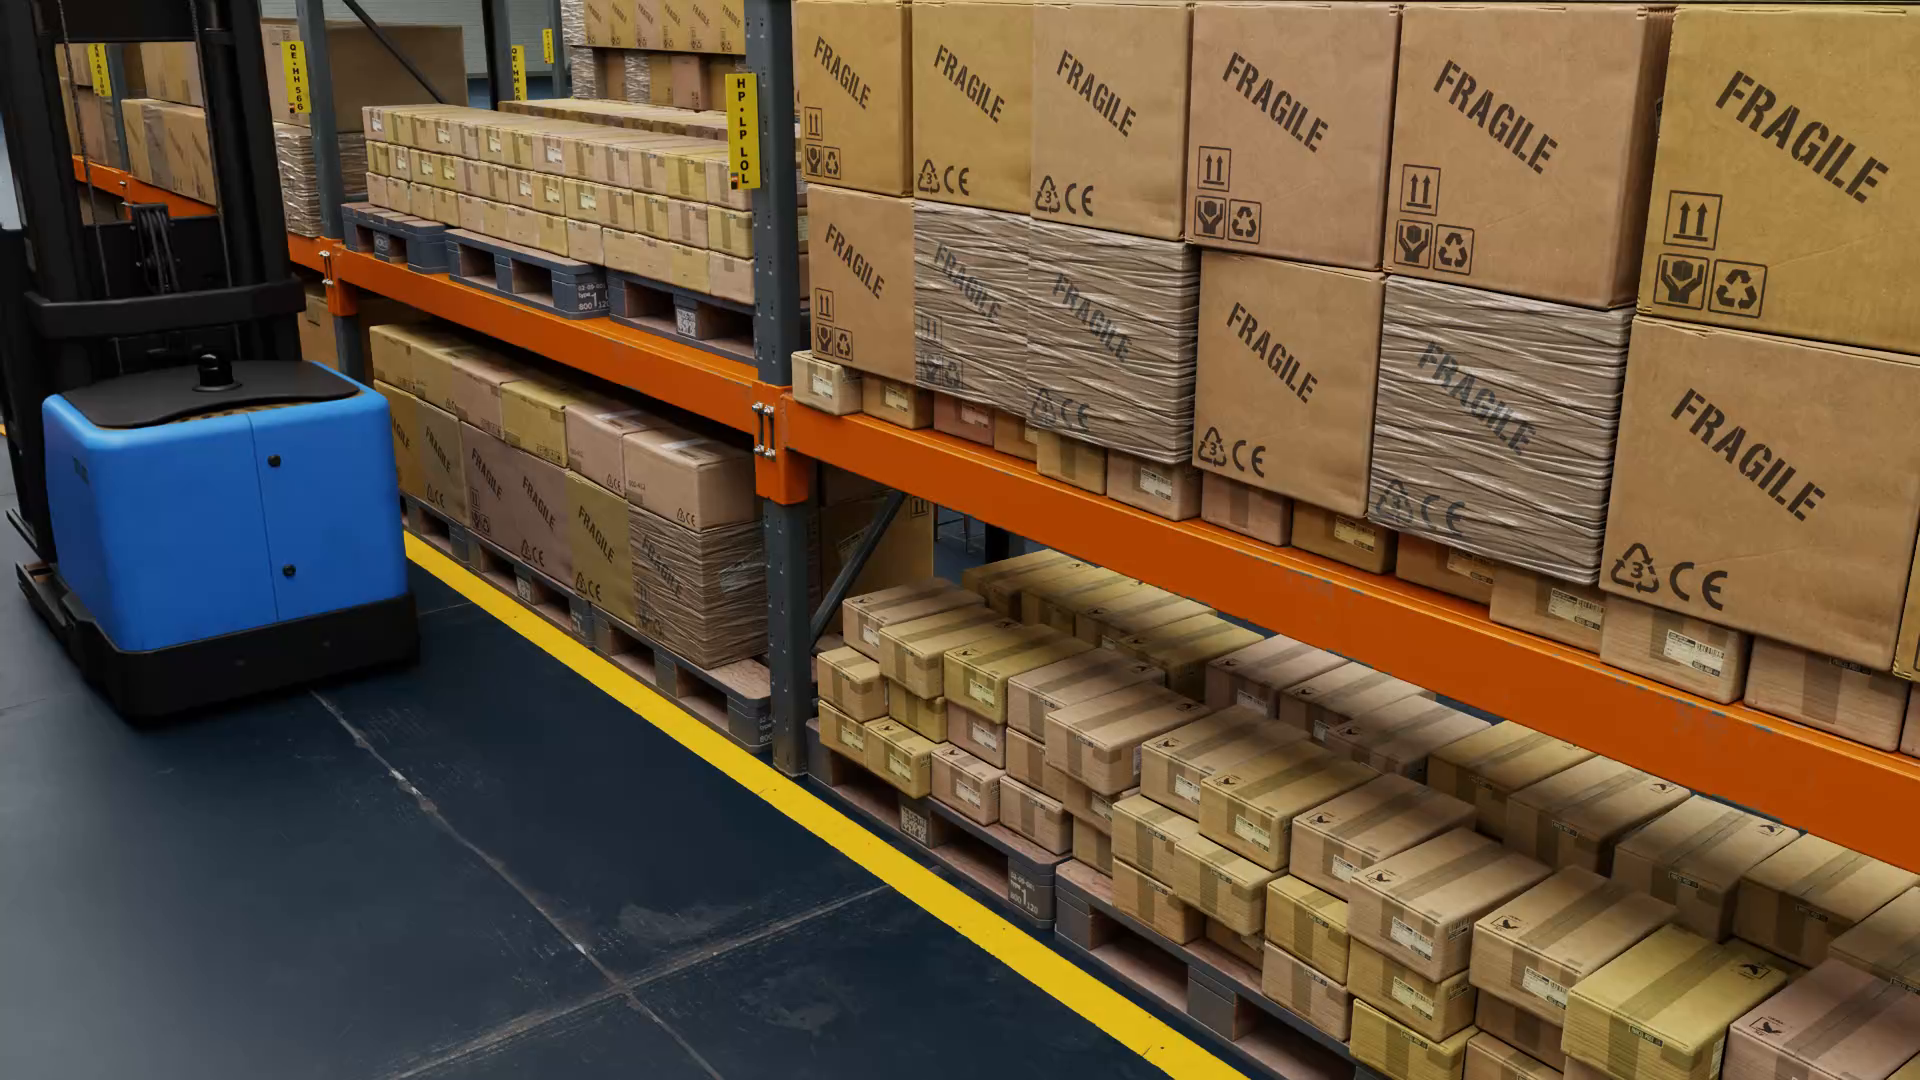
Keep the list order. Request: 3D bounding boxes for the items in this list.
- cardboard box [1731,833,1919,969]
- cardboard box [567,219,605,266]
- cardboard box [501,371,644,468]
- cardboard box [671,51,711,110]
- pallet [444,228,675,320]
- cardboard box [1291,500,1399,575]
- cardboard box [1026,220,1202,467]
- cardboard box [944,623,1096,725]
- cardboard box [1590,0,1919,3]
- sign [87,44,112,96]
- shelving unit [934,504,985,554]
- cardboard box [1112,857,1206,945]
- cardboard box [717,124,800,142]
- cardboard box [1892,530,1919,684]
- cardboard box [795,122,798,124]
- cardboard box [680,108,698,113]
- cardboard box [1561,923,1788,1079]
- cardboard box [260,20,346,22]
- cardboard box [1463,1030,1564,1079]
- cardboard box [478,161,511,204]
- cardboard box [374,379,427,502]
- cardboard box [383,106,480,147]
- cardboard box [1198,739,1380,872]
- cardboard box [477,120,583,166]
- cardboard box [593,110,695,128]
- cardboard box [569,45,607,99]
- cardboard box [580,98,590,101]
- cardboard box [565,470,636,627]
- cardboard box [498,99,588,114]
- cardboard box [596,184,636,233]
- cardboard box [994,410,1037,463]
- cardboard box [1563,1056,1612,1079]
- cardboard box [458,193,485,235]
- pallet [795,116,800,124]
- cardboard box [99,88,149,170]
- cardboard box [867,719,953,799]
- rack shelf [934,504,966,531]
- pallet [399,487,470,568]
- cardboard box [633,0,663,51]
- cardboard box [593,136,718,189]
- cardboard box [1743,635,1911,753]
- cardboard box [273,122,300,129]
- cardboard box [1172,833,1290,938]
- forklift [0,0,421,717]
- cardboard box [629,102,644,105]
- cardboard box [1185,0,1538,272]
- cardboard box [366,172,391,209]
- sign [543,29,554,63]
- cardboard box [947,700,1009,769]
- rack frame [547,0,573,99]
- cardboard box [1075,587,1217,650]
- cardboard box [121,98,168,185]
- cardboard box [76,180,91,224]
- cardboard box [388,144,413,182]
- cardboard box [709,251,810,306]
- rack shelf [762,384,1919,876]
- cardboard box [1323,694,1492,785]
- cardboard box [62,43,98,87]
[{"bbox_3d":[1.907,0.786,3.637,0.380,0.149,0.250,-14,23,-36],"label":"cardboard box"},{"bbox_3d":[-1.246,-1.138,6.260,0.380,0.149,0.250,-15,24,-38],"label":"cardboard box"},{"bbox_3d":[-1.505,-0.504,6.727,0.500,0.250,0.500,-15,24,-38],"label":"cardboard box"},{"bbox_3d":[-2.116,-4.204,15.153,0.875,0.500,0.500,-14,23,-36],"label":"cardboard box"},{"bbox_3d":[-1.419,-1.159,6.895,1.003,0.211,1.213,-14,23,-36],"label":"pallet"},{"bbox_3d":[0.955,-0.061,3.674,0.380,0.149,0.250,-13,23,-35],"label":"cardboard box"},{"bbox_3d":[0.511,-0.510,3.998,0.500,0.500,0.500,-15,23,-37],"label":"cardboard box"},{"bbox_3d":[0.175,0.385,4.848,0.380,0.149,0.250,-14,23,-37],"label":"cardboard box"},{"bbox_3d":[1.593,-0.840,3.404,0.500,0.500,0.500,-15,23,-37],"label":"cardboard box"},{"bbox_3d":[-5.598,-3.055,10.814,0.100,0.325,0.005,-14,23,-36],"label":"sign"},{"bbox_3d":[0.033,-0.485,7.658,0.215,1.050,0.252,-14,23,-36],"label":"shelving unit"},{"bbox_3d":[0.615,0.874,4.317,0.380,0.149,0.250,-15,23,-38],"label":"cardboard box"},{"bbox_3d":[-0.728,-1.549,6.555,0.380,0.149,0.250,-14,23,-37],"label":"cardboard box"},{"bbox_3d":[1.806,-0.007,2.481,0.500,0.500,0.500,-13,23,-35],"label":"cardboard box"},{"bbox_3d":[-1.577,-3.535,14.165,0.380,0.149,0.250,-14,23,-36],"label":"cardboard box"},{"bbox_3d":[-2.314,-3.852,15.125,0.380,0.149,0.250,-14,23,-36],"label":"cardboard box"},{"bbox_3d":[1.389,0.920,3.233,0.380,0.149,0.250,-15,23,-37],"label":"cardboard box"},{"bbox_3d":[-3.904,-2.741,9.617,0.700,0.500,0.500,-14,23,-37],"label":"cardboard box"},{"bbox_3d":[1.298,1.123,3.567,0.380,0.149,0.250,-14,23,-36],"label":"cardboard box"},{"bbox_3d":[-1.736,-1.476,6.805,0.380,0.149,0.250,-14,23,-37],"label":"cardboard box"},{"bbox_3d":[-2.441,-0.518,7.964,0.500,0.500,0.500,-15,24,-38],"label":"cardboard box"},{"bbox_3d":[-2.376,-1.875,7.537,0.380,0.149,0.250,-15,23,-38],"label":"cardboard box"},{"bbox_3d":[0.805,0.643,4.069,0.380,0.149,0.250,-14,23,-36],"label":"cardboard box"},{"bbox_3d":[-1.728,-1.617,6.759,0.380,0.149,0.250,-13,22,-34],"label":"cardboard box"},{"bbox_3d":[-1.386,-1.808,7.337,0.380,0.149,0.250,-14,23,-36],"label":"cardboard box"},{"bbox_3d":[-3.376,-4.692,16.628,0.875,0.500,0.500,-14,23,-36],"label":"cardboard box"},{"bbox_3d":[-3.566,-4.343,16.605,0.380,0.149,0.250,-14,23,-36],"label":"cardboard box"},{"bbox_3d":[-1.172,-0.016,6.448,0.500,0.500,0.500,-15,23,-37],"label":"cardboard box"},{"bbox_3d":[-2.016,-2.061,8.099,0.380,0.149,0.250,-15,24,-38],"label":"cardboard box"},{"bbox_3d":[-1.088,-1.218,6.026,0.380,0.149,0.250,-15,23,-38],"label":"cardboard box"},{"bbox_3d":[0.312,-0.318,4.452,0.380,0.149,0.250,-15,24,-38],"label":"cardboard box"},{"bbox_3d":[1.412,1.052,3.306,0.380,0.149,0.250,-15,24,-38],"label":"cardboard box"},{"bbox_3d":[-1.890,-1.396,7.039,0.380,0.149,0.250,-13,22,-34],"label":"cardboard box"},{"bbox_3d":[-0.852,-3.351,13.515,1.003,0.211,1.213,-14,23,-36],"label":"pallet"},{"bbox_3d":[-5.402,-2.875,11.534,0.875,0.550,0.550,-14,23,-36],"label":"cardboard box"},{"bbox_3d":[-0.057,0.628,5.061,0.380,0.149,0.250,-13,22,-35],"label":"cardboard box"},{"bbox_3d":[0.033,-0.211,7.748,0.215,0.259,0.240,-14,23,-36],"label":"rack shelf"},{"bbox_3d":[-2.196,-0.213,8.170,1.003,0.211,1.213,-14,23,-36],"label":"pallet"},{"bbox_3d":[-2.637,-4.749,15.210,0.500,0.500,0.500,-14,23,-36],"label":"cardboard box"},{"bbox_3d":[-1.088,-1.362,5.989,0.380,0.149,0.250,-14,23,-36],"label":"cardboard box"},{"bbox_3d":[1.571,0.208,2.861,0.380,0.149,0.250,-14,23,-37],"label":"cardboard box"},{"bbox_3d":[-3.479,-1.959,8.847,0.500,0.500,0.500,-14,23,-36],"label":"cardboard box"},{"bbox_3d":[0.743,0.798,4.074,0.380,0.149,0.250,-14,23,-36],"label":"cardboard box"},{"bbox_3d":[-3.370,-1.171,6.736,1.130,2.935,3.031,-14,23,-36],"label":"forklift"},{"bbox_3d":[-2.925,-4.101,15.876,0.380,0.149,0.250,-14,23,-36],"label":"cardboard box"},{"bbox_3d":[0.833,-0.867,3.485,0.500,0.500,0.500,-15,23,-38],"label":"cardboard box"},{"bbox_3d":[-2.560,-1.660,7.835,0.380,0.149,0.250,-14,23,-37],"label":"cardboard box"},{"bbox_3d":[-4.121,-4.949,16.660,0.100,0.325,0.005,-14,23,-36],"label":"sign"},{"bbox_3d":[0.185,0.518,4.919,0.380,0.149,0.250,-14,23,-36],"label":"cardboard box"},{"bbox_3d":[-3.696,-4.644,17.116,1.000,3.000,0.127,-14,23,-36],"label":"rack frame"},{"bbox_3d":[0.578,0.280,5.167,0.380,0.149,0.250,-14,23,-37],"label":"cardboard box"},{"bbox_3d":[-5.048,-2.581,10.725,0.500,0.500,0.500,-14,23,-36],"label":"cardboard box"},{"bbox_3d":[-6.626,-2.521,13.416,0.875,0.875,0.875,-14,23,-37],"label":"cardboard box"},{"bbox_3d":[-2.367,-1.726,7.562,0.380,0.149,0.250,-13,22,-34],"label":"cardboard box"},{"bbox_3d":[-0.598,-0.883,5.490,0.380,0.149,0.250,-15,23,-37],"label":"cardboard box"},{"bbox_3d":[1.045,0.090,3.962,1.077,0.370,4.000,-14,23,-36],"label":"rack shelf"},{"bbox_3d":[1.165,0.554,4.338,0.380,0.149,0.250,-14,23,-36],"label":"cardboard box"},{"bbox_3d":[-5.798,-3.510,11.733,0.875,0.550,0.550,-14,23,-36],"label":"cardboard box"}]
